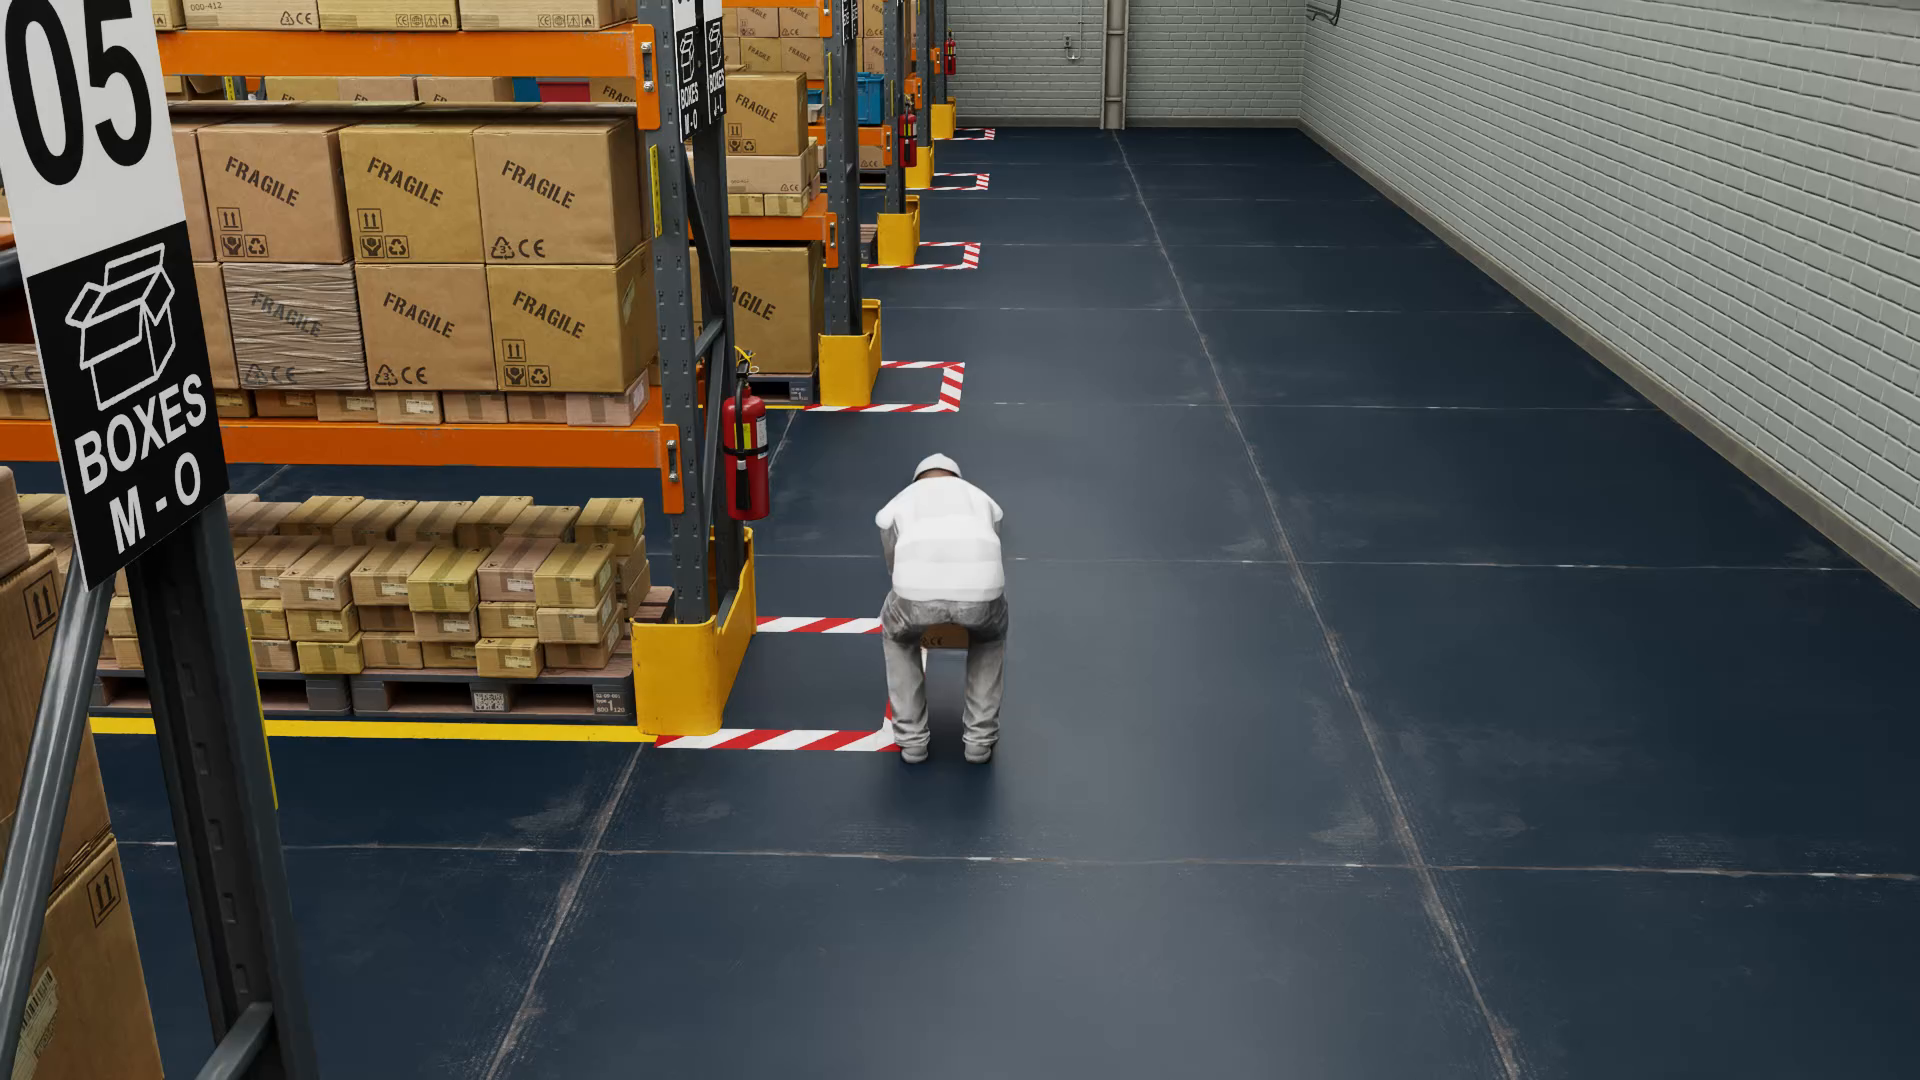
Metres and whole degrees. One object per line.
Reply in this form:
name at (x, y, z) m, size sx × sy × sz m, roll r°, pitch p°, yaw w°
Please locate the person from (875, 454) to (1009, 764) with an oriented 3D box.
person at (-0.073, 0.282, 6.794) m, size 0.534 × 1.081 × 0.978 m, roll -1°, pitch 21°, yaw -3°
